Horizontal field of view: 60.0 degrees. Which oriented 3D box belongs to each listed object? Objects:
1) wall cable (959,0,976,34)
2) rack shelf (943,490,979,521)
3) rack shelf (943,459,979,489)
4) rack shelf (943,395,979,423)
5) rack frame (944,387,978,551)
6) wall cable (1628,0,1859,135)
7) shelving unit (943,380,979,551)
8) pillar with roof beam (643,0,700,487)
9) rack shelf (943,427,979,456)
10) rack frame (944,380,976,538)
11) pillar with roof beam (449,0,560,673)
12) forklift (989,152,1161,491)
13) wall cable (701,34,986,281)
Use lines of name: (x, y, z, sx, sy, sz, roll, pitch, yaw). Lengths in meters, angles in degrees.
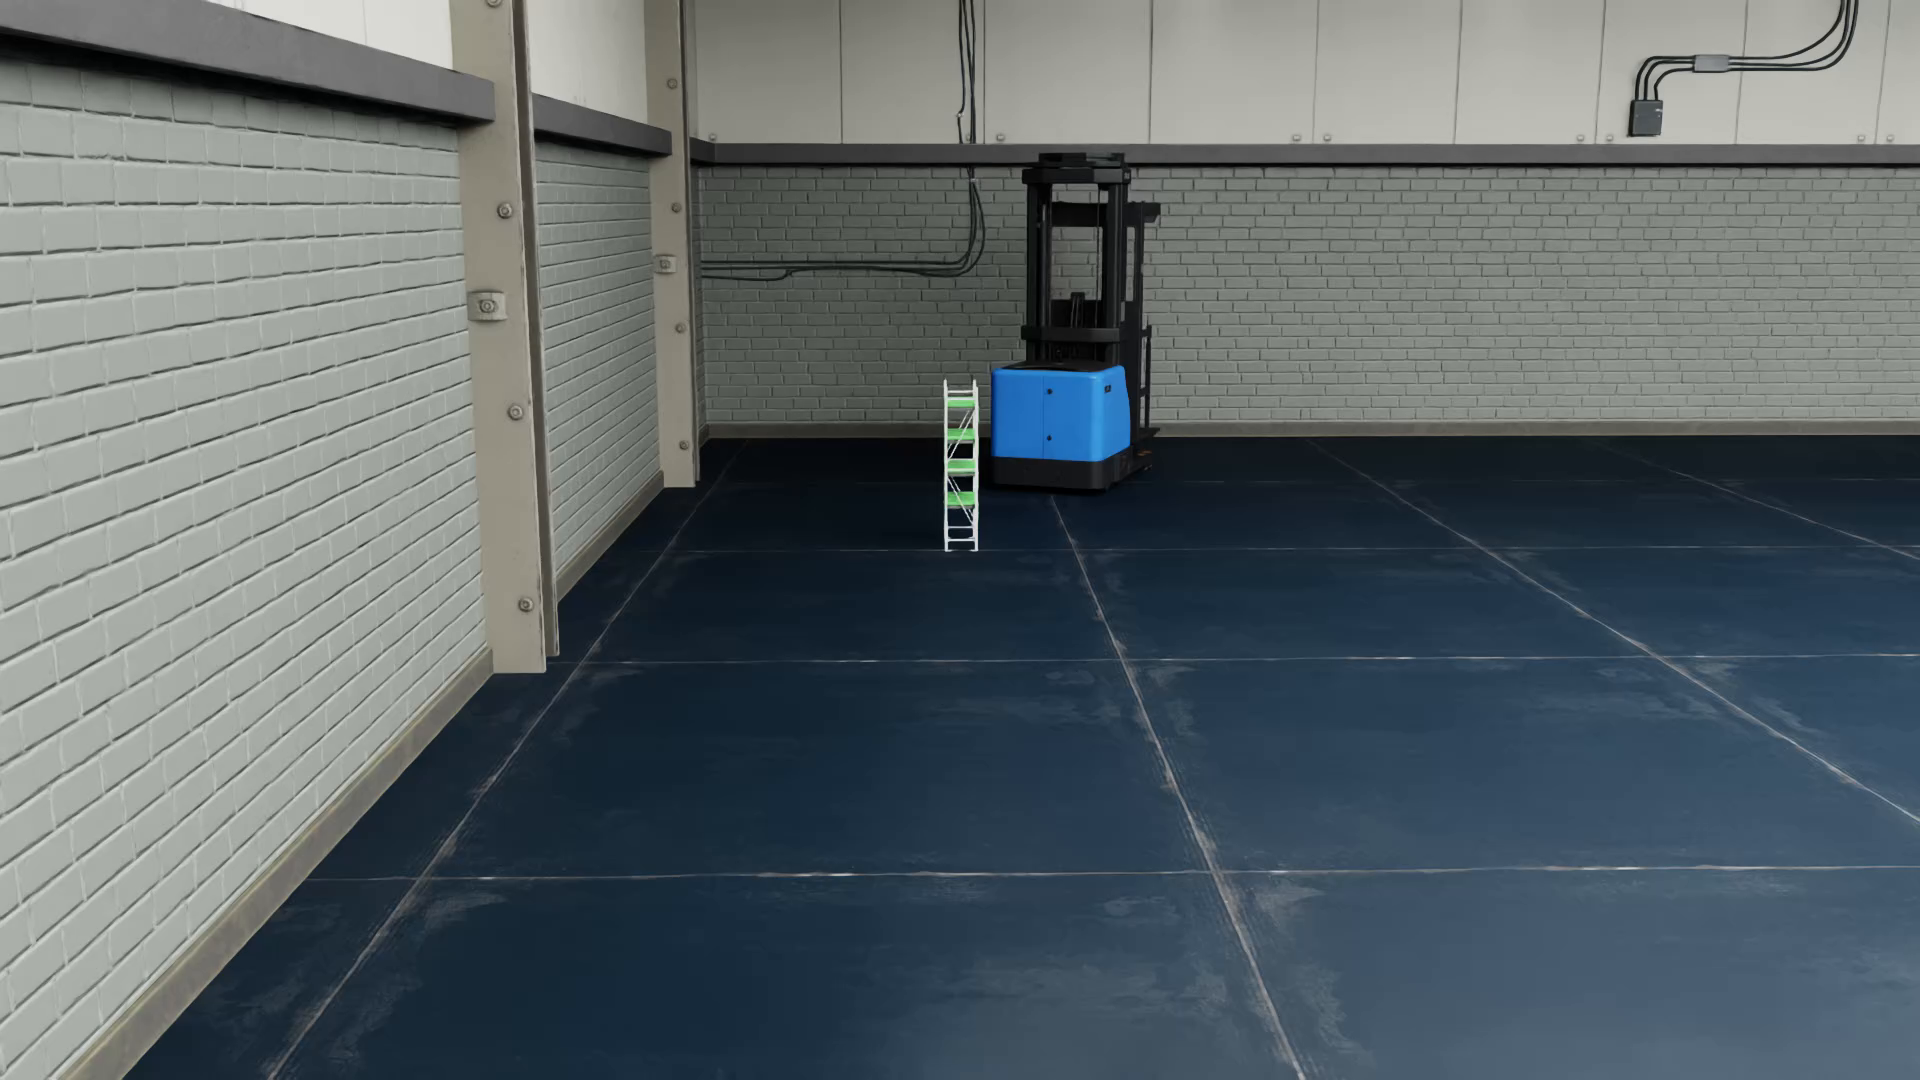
wall cable: (1.430, -6.477, 16.960, 3.097, 2.526, 0.112, 0, 11, -1)
rack shelf: (0.003, -0.257, 12.338, 0.258, 0.148, 0.480, 0, 11, -1)
rack shelf: (0.003, -0.493, 12.290, 0.258, 0.148, 0.480, 0, 11, -1)
rack shelf: (0.003, -0.963, 12.195, 0.258, 0.148, 0.480, 0, 11, -1)
rack frame: (0.008, -0.507, 12.039, 0.240, 1.200, 0.015, 0, 11, -1)
wall cable: (8.217, -7.215, 16.938, 2.305, 6.003, 0.169, 0, 11, -1)
shelving unit: (0.003, -0.555, 12.278, 0.258, 1.200, 0.503, 0, 11, -1)
pillar with roof beam: (1.768, -4.939, 14.273, 9.100, 9.000, 0.400, 0, 11, -1)
rack shelf: (0.003, -0.728, 12.243, 0.258, 0.148, 0.480, 0, 11, -1)
rack frame: (-0.002, -0.604, 12.517, 0.240, 1.200, 0.015, 0, 11, -1)
pillar with roof beam: (1.892, -3.747, 8.394, 9.100, 9.000, 0.400, 0, 11, -1)
forklift: (1.233, -2.115, 15.614, 1.130, 2.935, 3.031, 4, 12, 19)
wall cable: (-1.275, -3.991, 17.408, 3.097, 2.526, 0.112, 0, 11, -1)
